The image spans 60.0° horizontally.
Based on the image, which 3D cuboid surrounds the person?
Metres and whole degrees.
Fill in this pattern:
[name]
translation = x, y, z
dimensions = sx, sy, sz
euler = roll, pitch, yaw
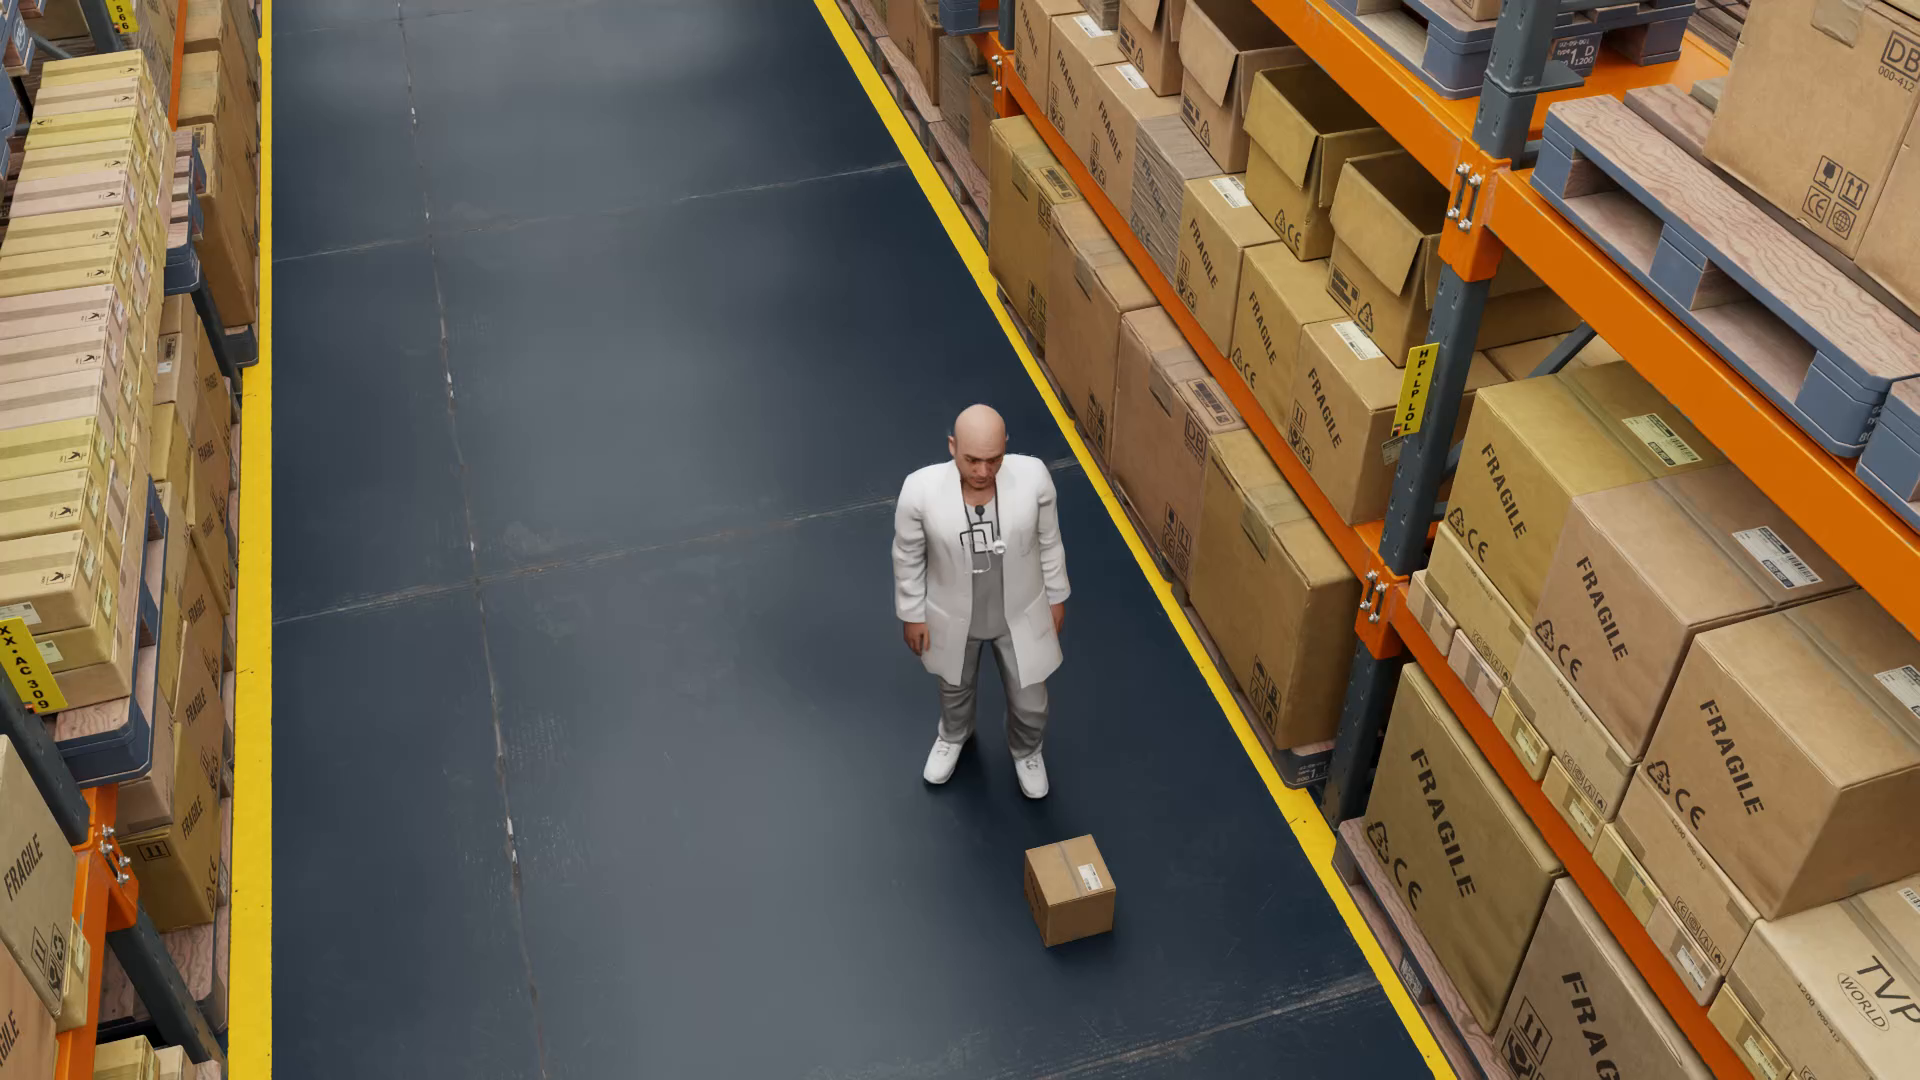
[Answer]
[person]
translation = 0.079, 0.231, 5.879
dimensions = 0.628, 1.770, 0.520
euler = -3, 42, -3
